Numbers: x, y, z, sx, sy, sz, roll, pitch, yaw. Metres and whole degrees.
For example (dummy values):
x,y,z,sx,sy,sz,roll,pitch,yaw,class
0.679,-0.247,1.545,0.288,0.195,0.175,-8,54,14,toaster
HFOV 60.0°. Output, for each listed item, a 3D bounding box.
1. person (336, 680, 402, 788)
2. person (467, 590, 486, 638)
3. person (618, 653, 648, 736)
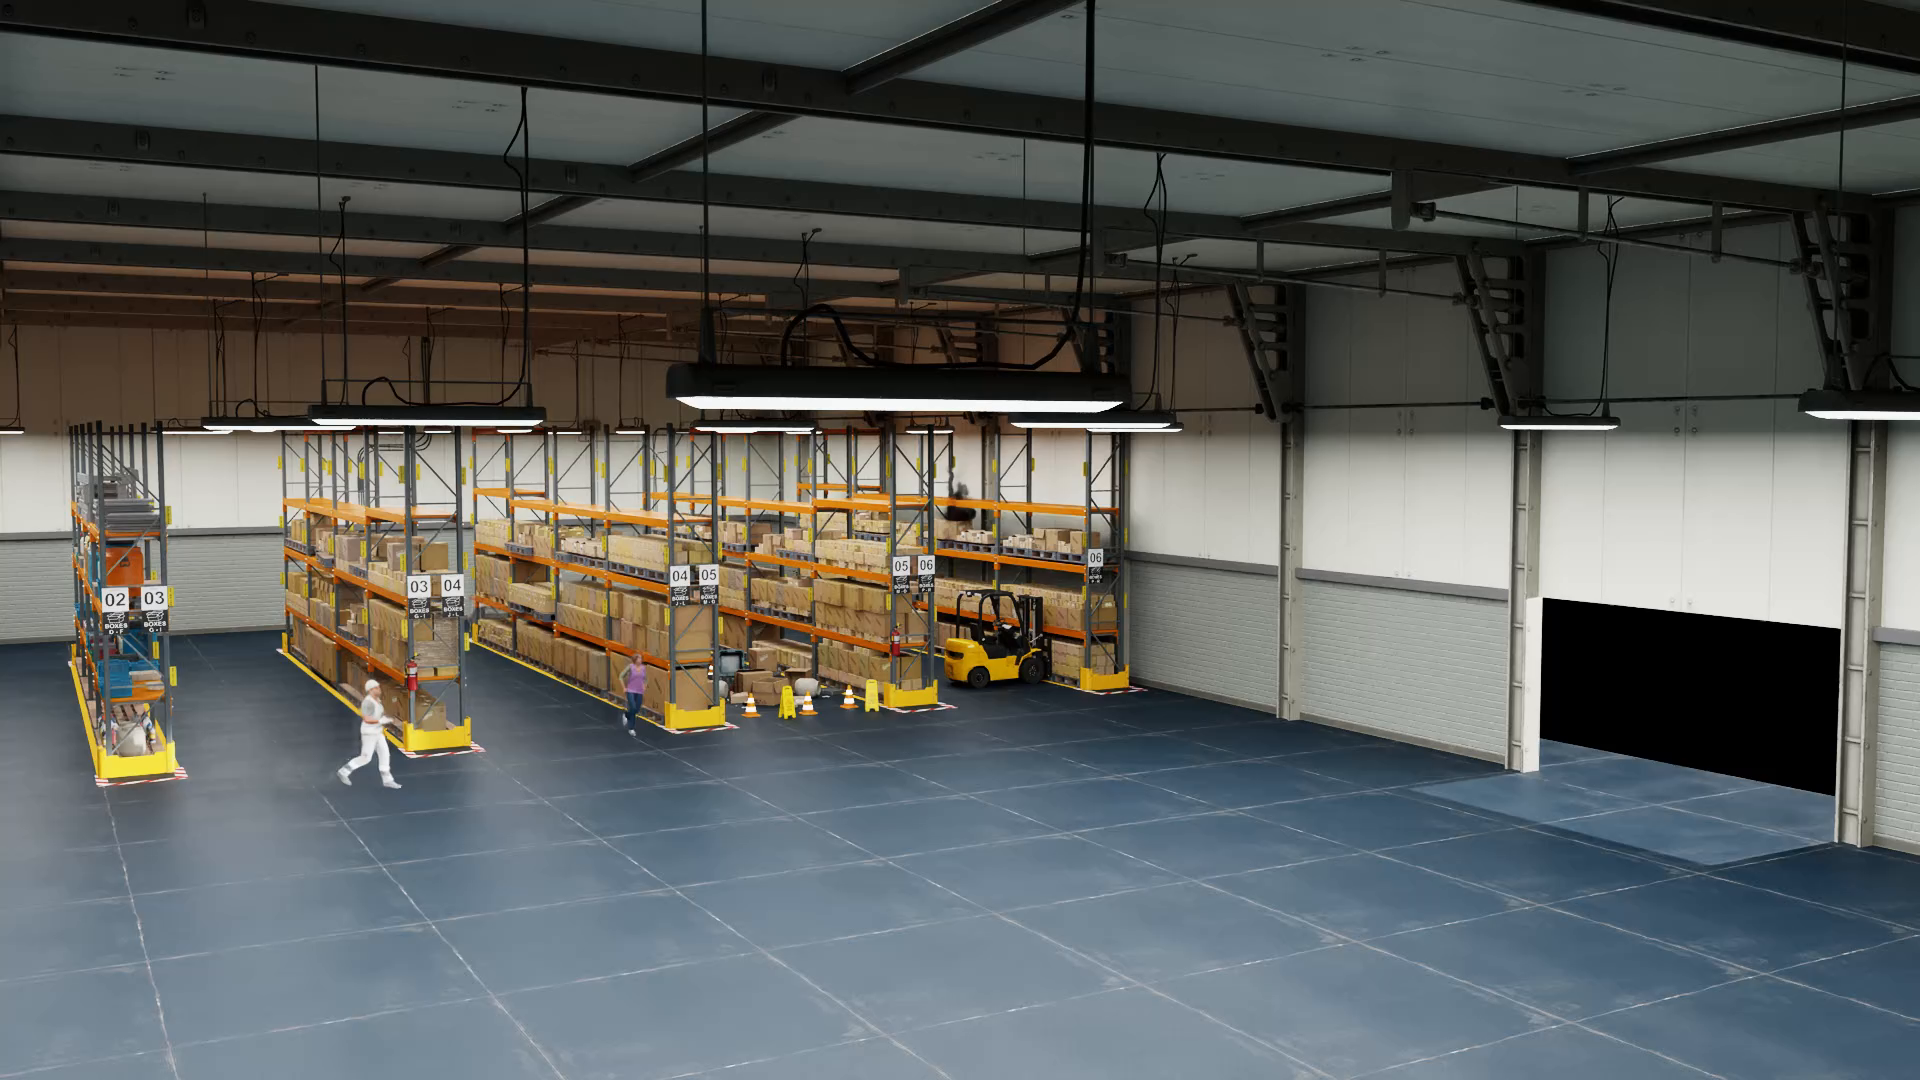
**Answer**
x,y,z,sx,sy,sz,roll,pitch,yaw,class
-9.593,3.158,26.998,0.992,1.791,0.669,0,4,-1,person
-13.725,1.920,47.646,0.722,1.821,0.634,-3,5,-41,person
-6.339,2.969,32.238,0.545,1.572,0.692,-3,4,-36,person
